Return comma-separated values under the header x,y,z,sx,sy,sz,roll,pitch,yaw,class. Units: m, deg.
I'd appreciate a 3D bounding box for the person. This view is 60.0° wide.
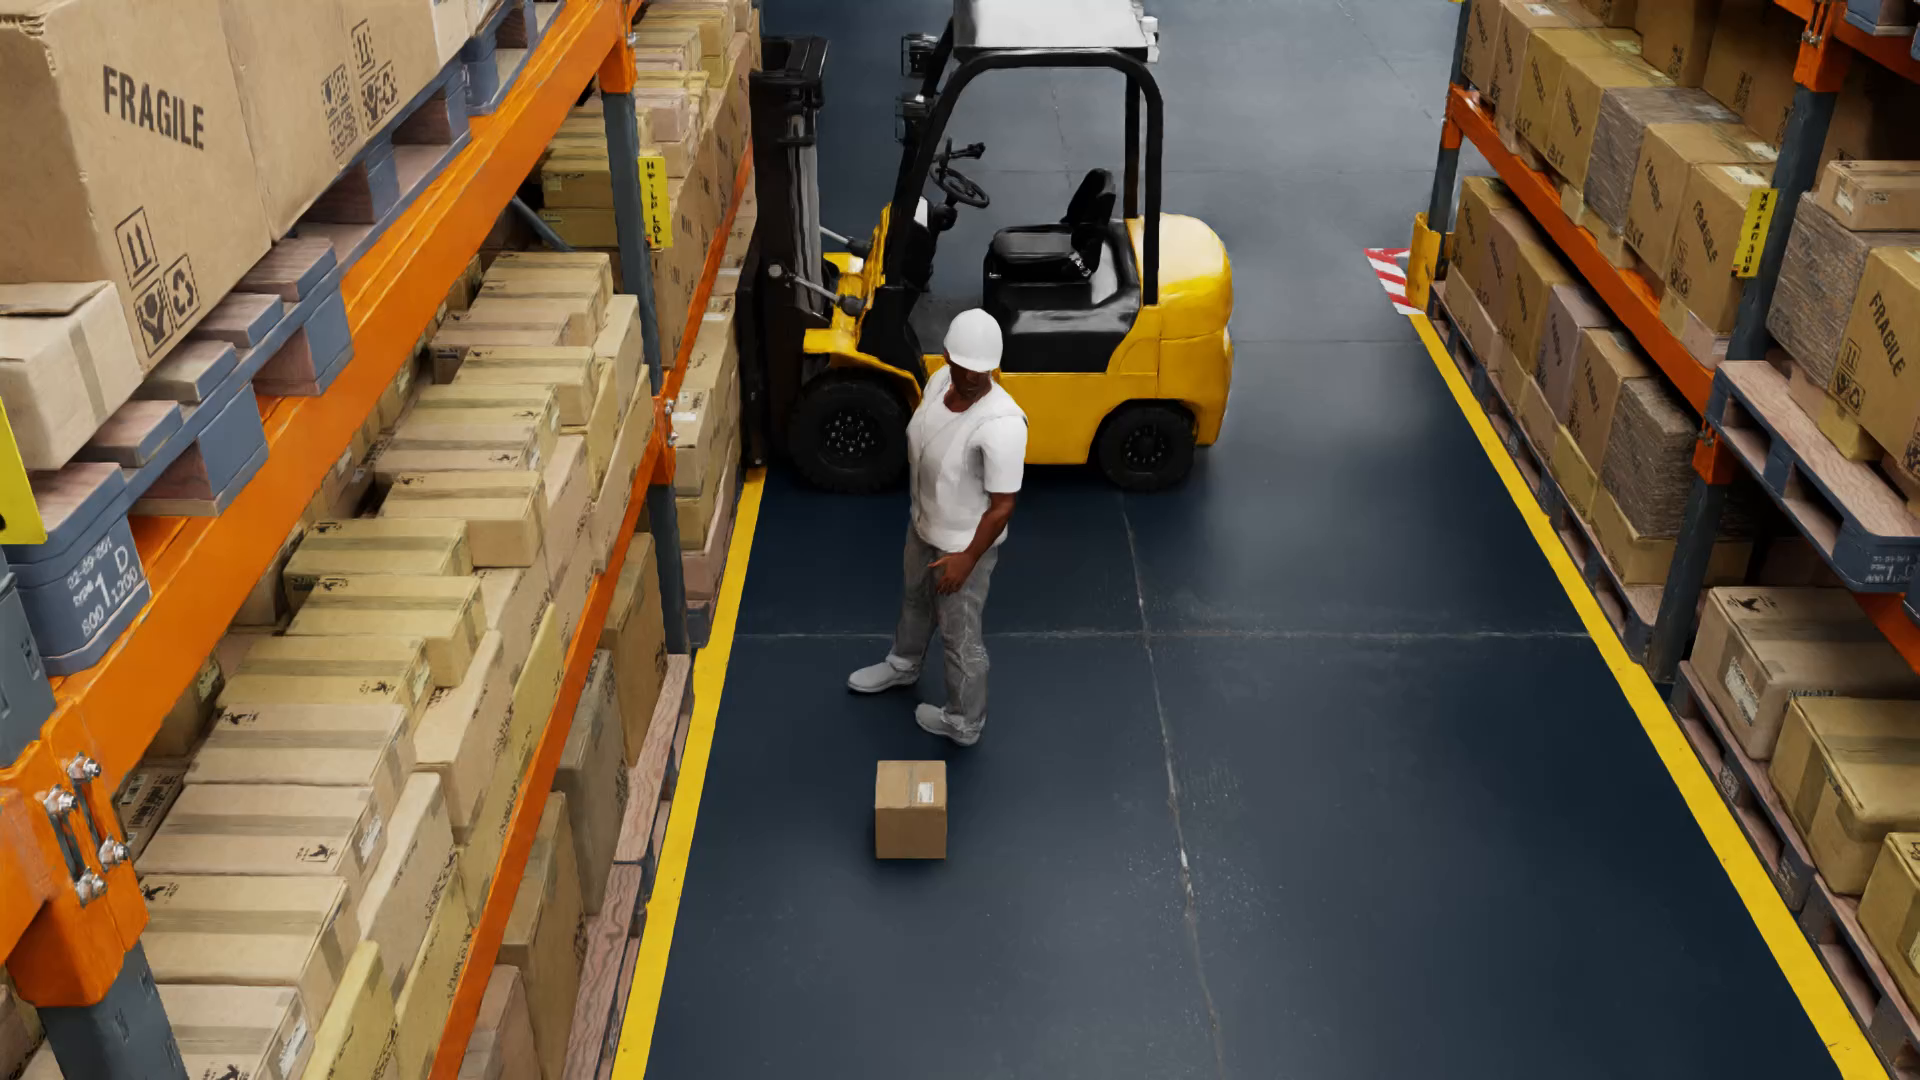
x,y,z,sx,sy,sz,roll,pitch,yaw,class
-0.100,-0.049,6.188,0.545,1.771,0.685,-13,34,-20,person
